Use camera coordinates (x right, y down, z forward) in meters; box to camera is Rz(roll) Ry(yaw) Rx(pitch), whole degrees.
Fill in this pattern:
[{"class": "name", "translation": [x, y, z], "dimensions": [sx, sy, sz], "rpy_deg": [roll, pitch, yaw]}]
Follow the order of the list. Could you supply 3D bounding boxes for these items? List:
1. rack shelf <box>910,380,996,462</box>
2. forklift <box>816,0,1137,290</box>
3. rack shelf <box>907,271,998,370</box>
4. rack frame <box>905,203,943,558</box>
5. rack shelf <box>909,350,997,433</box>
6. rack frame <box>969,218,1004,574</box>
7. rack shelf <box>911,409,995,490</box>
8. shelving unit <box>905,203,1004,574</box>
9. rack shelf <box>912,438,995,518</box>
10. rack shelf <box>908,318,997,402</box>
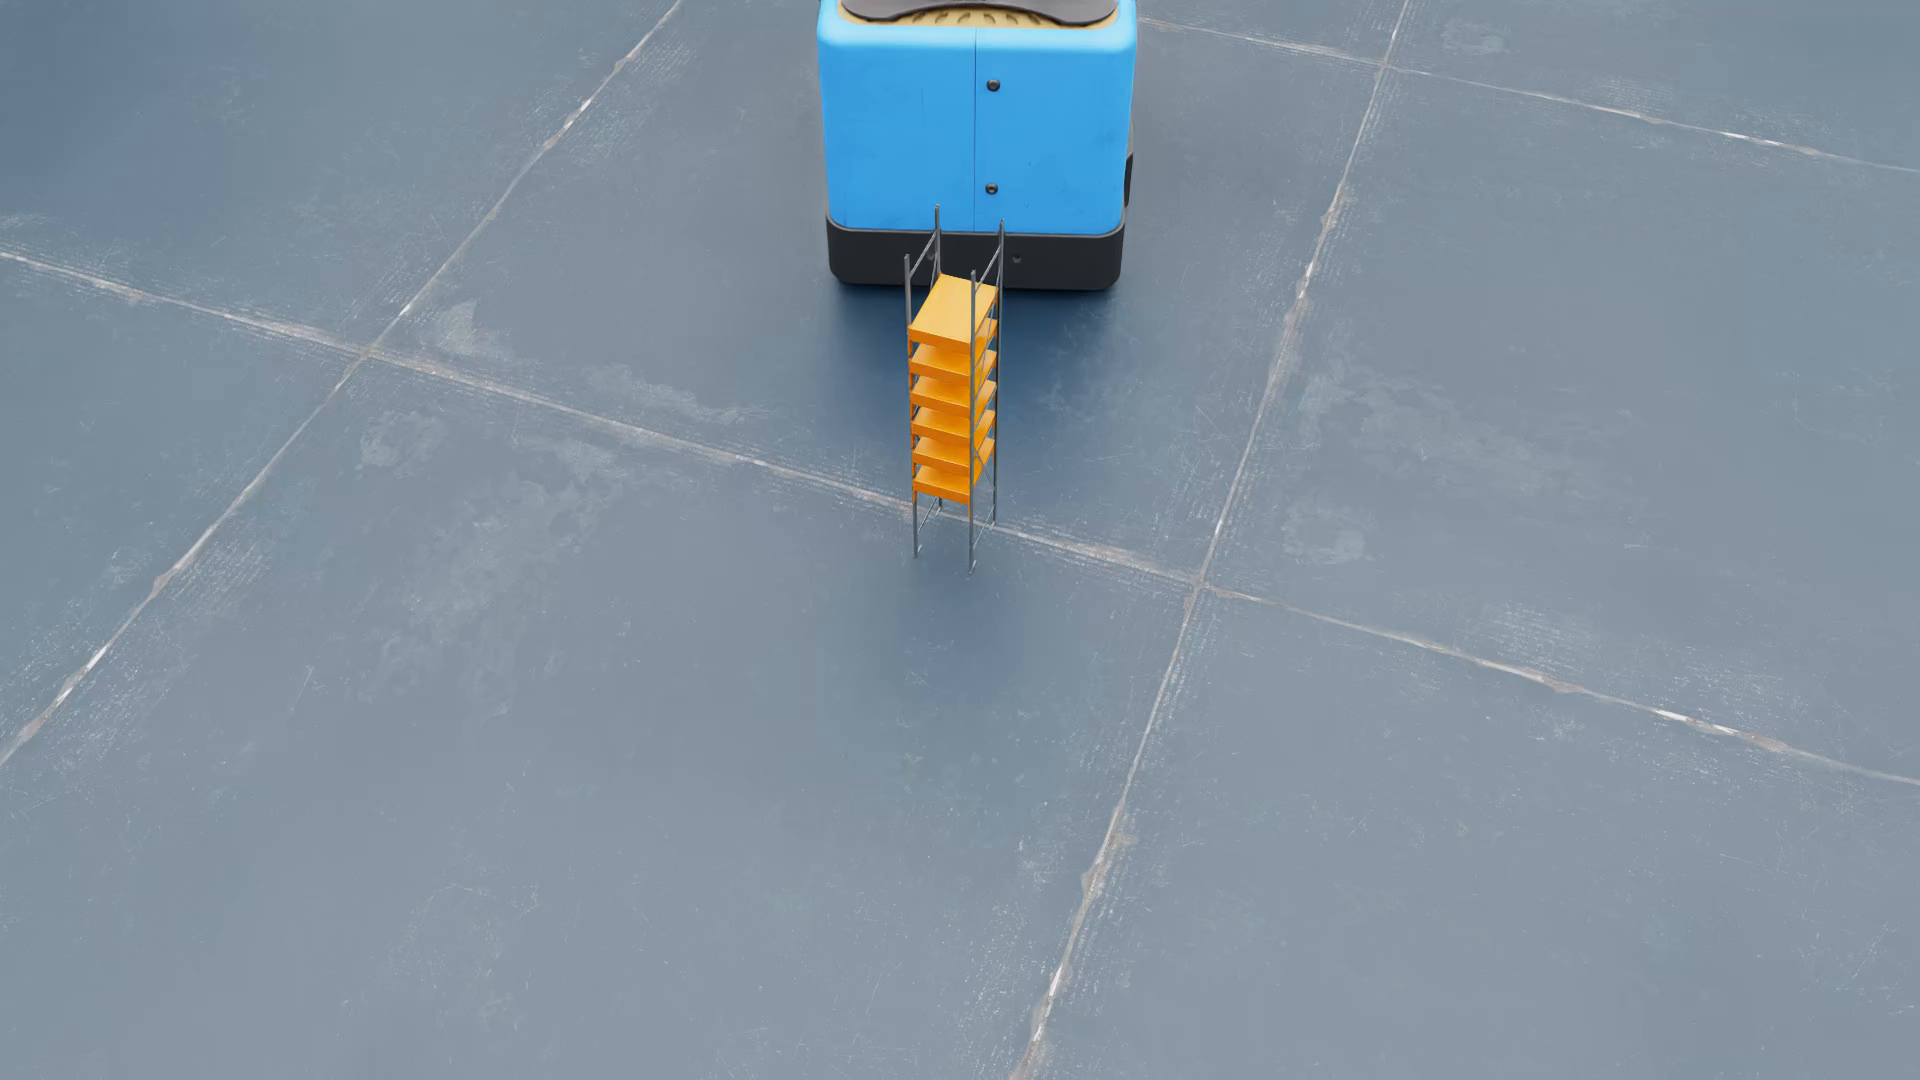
[{"class": "rack shelf", "translation": [-0.014, -0.368, 4.833], "dimensions": [0.180, 0.103, 0.258], "rpy_deg": [16, 51, 13]}, {"class": "forklift", "translation": [0.113, -2.959, 5.875], "dimensions": [1.130, 2.935, 3.031], "rpy_deg": [2, 49, 2]}, {"class": "rack shelf", "translation": [-0.014, -0.603, 4.561], "dimensions": [0.180, 0.103, 0.258], "rpy_deg": [16, 51, 13]}, {"class": "rack frame", "translation": [-0.099, -0.421, 4.821], "dimensions": [0.006, 1.200, 0.240], "rpy_deg": [16, 51, 13]}, {"class": "rack shelf", "translation": [-0.014, -0.446, 4.743], "dimensions": [0.180, 0.103, 0.258], "rpy_deg": [16, 51, 13]}, {"class": "rack frame", "translation": [0.072, -0.373, 4.779], "dimensions": [0.006, 1.200, 0.240], "rpy_deg": [16, 51, 13]}, {"class": "rack shelf", "translation": [-0.014, -0.289, 4.924], "dimensions": [0.180, 0.103, 0.258], "rpy_deg": [16, 51, 13]}, {"class": "shelving unit", "translation": [-0.014, -0.397, 4.800], "dimensions": [0.189, 1.200, 0.258], "rpy_deg": [16, 51, 13]}, {"class": "rack shelf", "translation": [-0.014, -0.210, 5.015], "dimensions": [0.180, 0.103, 0.258], "rpy_deg": [16, 51, 13]}, {"class": "rack shelf", "translation": [-0.014, -0.525, 4.652], "dimensions": [0.180, 0.103, 0.258], "rpy_deg": [16, 51, 13]}]
